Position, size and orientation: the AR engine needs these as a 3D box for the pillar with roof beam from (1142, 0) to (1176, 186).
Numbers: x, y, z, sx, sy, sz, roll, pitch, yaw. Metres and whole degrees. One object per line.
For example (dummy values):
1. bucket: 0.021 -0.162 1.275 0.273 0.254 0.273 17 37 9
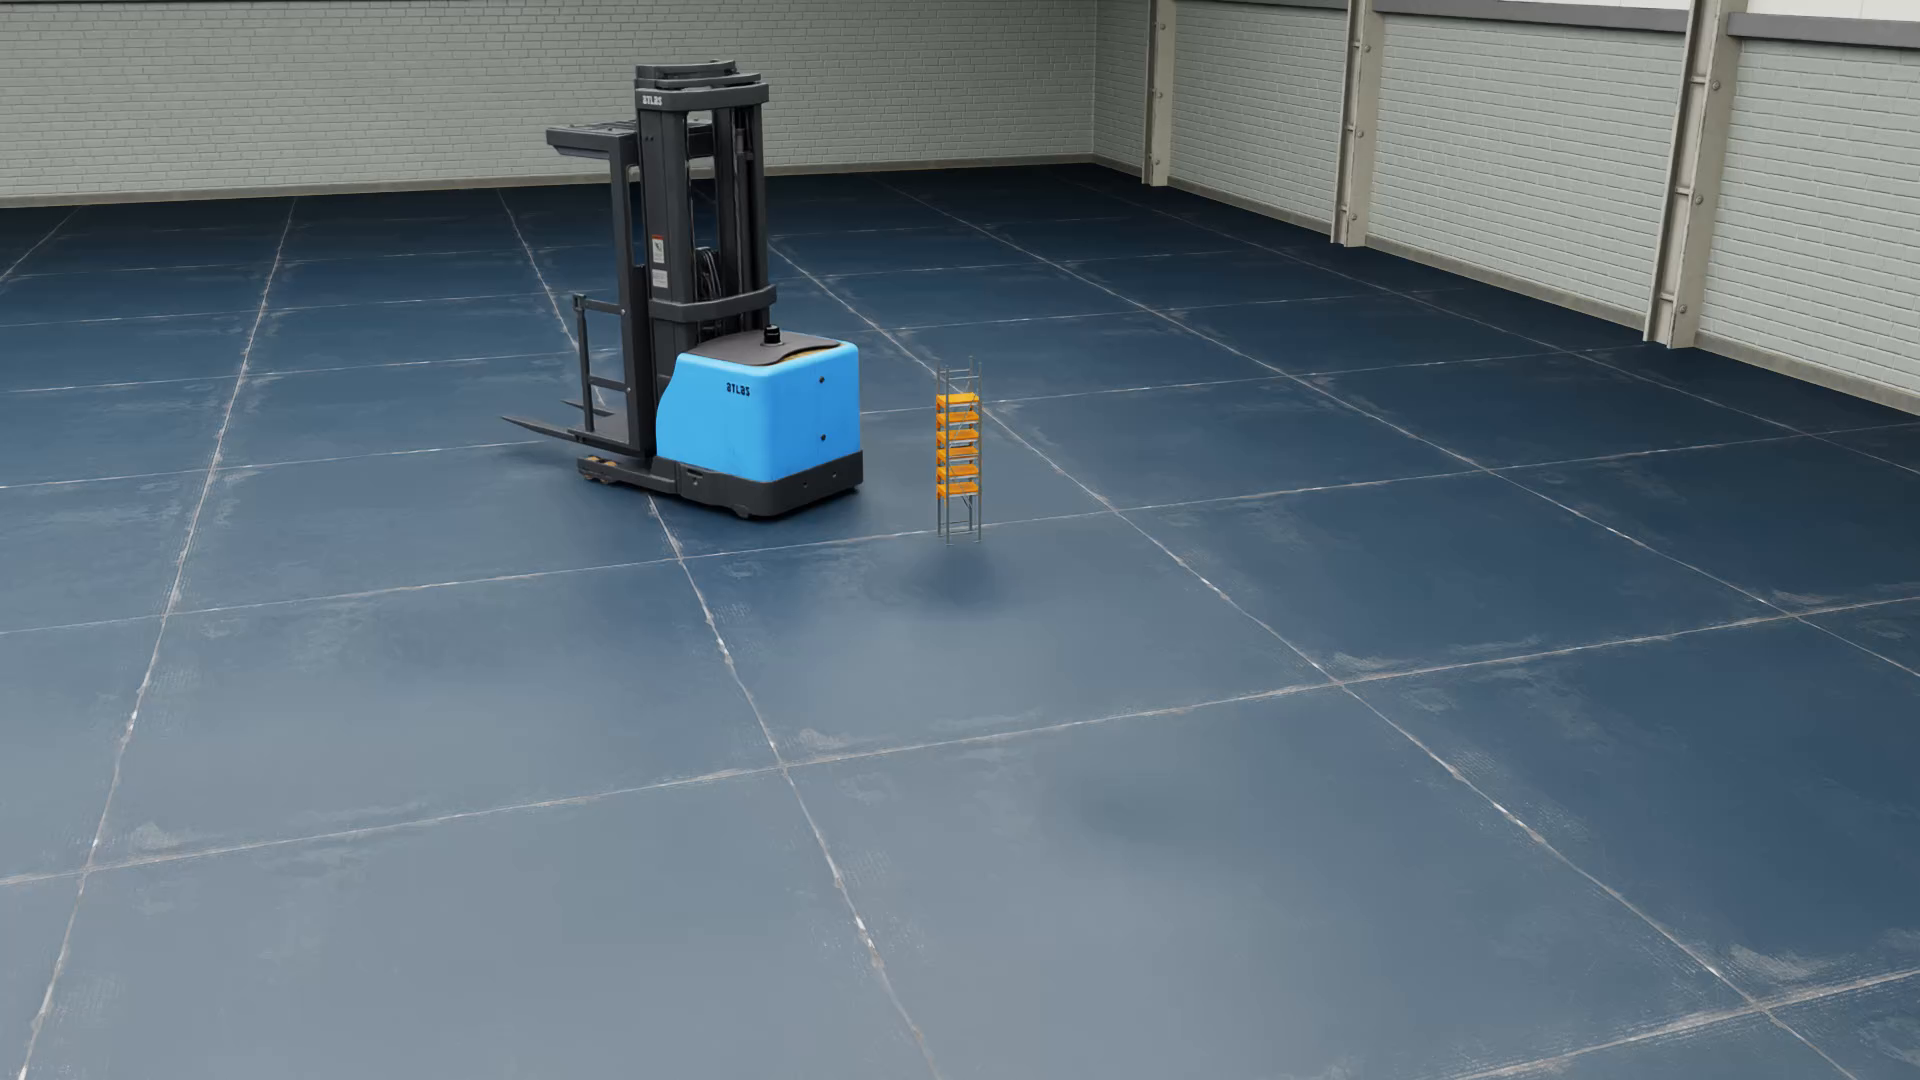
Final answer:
1. pillar with roof beam: -0.916 -9.556 24.209 9.100 9.000 0.400 -6 21 -17

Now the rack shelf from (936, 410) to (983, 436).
1. rack shelf: -0.005 -0.753 10.660 0.258 0.103 0.180 -6 21 -17

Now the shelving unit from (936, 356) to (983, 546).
1. shelving unit: -0.005 -0.569 10.727 0.258 1.200 0.189 -6 21 -17

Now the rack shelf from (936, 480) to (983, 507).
1. rack shelf: -0.005 -0.302 10.823 0.258 0.103 0.180 -6 21 -17

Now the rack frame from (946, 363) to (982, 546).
1. rack frame: 0.024 -0.540 10.645 0.240 1.200 0.006 -6 21 -17

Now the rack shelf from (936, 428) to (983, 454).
1. rack shelf: -0.005 -0.640 10.701 0.258 0.103 0.180 -6 21 -17

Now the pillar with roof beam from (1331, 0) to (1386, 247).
1. pillar with roof beam: 0.970 -7.630 18.848 9.100 9.000 0.400 -6 21 -17

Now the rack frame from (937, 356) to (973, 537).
1. rack frame: -0.033 -0.599 10.808 0.240 1.200 0.006 -6 21 -17

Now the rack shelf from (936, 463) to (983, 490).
1. rack shelf: -0.005 -0.415 10.782 0.258 0.103 0.180 -6 21 -17

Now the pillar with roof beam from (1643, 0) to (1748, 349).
1. pillar with roof beam: 2.856 -5.705 13.488 9.100 9.000 0.400 -6 21 -17

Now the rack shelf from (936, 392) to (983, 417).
1. rack shelf: -0.005 -0.866 10.620 0.258 0.103 0.180 -6 21 -17

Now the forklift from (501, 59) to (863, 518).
1. forklift: -2.169 -1.907 11.890 3.031 2.935 1.130 15 24 35

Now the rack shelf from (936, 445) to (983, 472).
1. rack shelf: -0.005 -0.528 10.742 0.258 0.103 0.180 -6 21 -17
